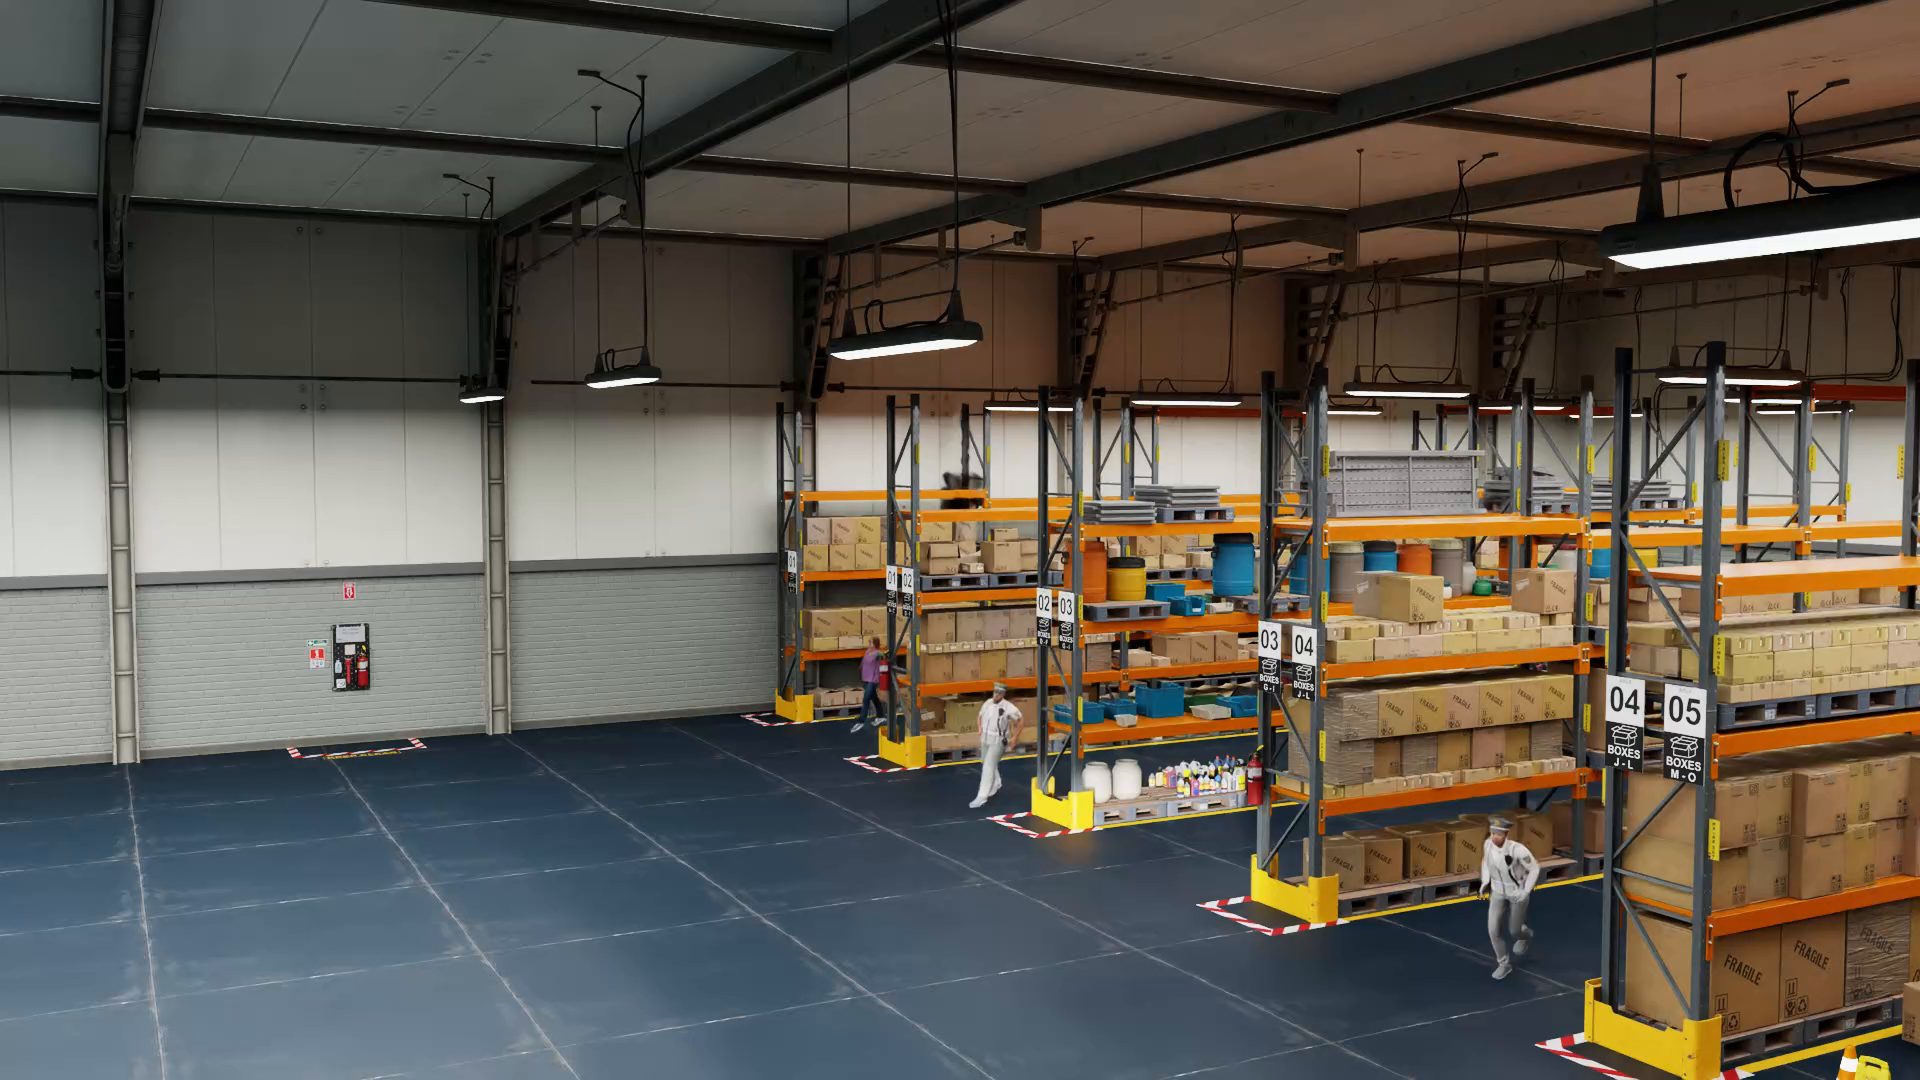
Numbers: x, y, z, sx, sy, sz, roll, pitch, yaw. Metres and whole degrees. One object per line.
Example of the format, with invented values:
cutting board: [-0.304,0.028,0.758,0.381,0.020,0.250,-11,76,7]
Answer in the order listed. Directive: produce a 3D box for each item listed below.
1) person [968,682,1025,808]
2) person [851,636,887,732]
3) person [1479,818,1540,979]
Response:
person: [0.521,2.926,23.972,0.727,1.791,0.865,3,4,40]
person: [-1.552,2.477,28.759,0.729,1.631,0.600,-2,4,-34]
person: [5.423,3.464,16.268,0.604,1.613,0.871,3,5,44]
